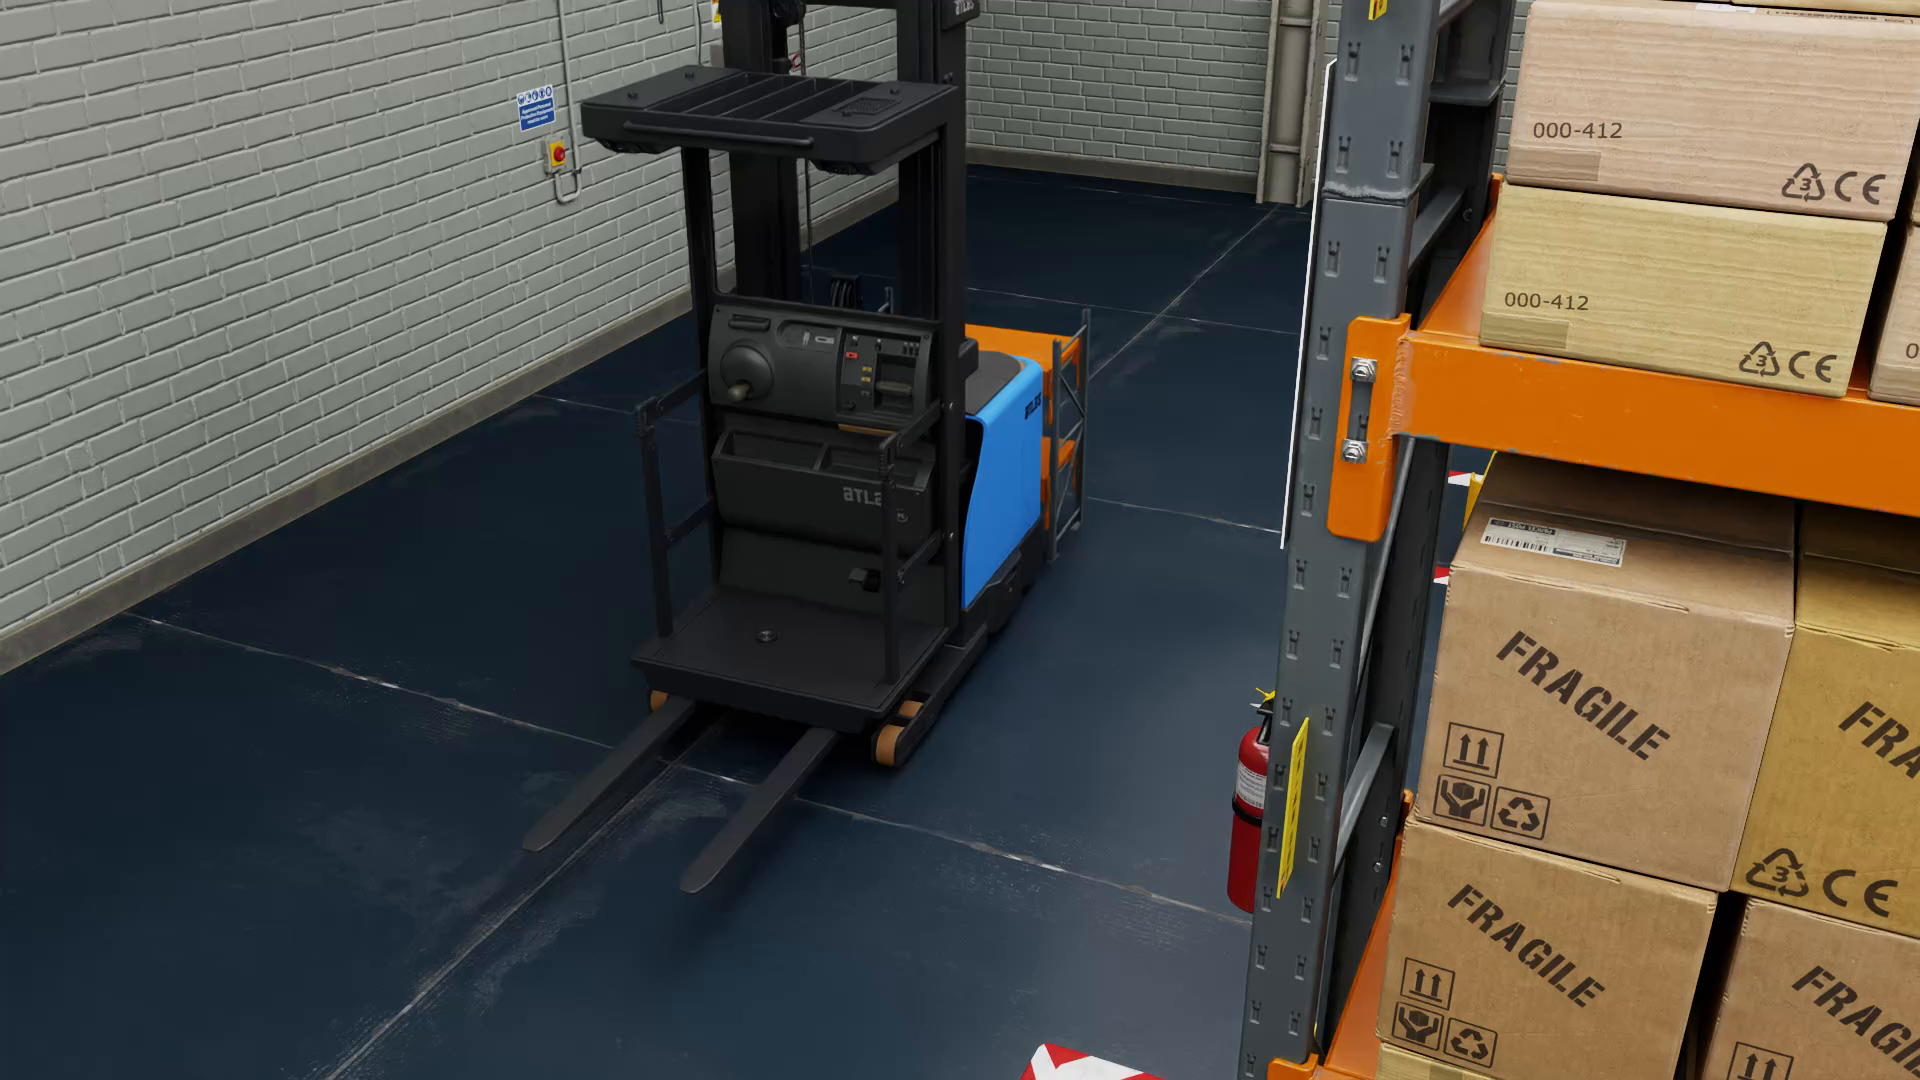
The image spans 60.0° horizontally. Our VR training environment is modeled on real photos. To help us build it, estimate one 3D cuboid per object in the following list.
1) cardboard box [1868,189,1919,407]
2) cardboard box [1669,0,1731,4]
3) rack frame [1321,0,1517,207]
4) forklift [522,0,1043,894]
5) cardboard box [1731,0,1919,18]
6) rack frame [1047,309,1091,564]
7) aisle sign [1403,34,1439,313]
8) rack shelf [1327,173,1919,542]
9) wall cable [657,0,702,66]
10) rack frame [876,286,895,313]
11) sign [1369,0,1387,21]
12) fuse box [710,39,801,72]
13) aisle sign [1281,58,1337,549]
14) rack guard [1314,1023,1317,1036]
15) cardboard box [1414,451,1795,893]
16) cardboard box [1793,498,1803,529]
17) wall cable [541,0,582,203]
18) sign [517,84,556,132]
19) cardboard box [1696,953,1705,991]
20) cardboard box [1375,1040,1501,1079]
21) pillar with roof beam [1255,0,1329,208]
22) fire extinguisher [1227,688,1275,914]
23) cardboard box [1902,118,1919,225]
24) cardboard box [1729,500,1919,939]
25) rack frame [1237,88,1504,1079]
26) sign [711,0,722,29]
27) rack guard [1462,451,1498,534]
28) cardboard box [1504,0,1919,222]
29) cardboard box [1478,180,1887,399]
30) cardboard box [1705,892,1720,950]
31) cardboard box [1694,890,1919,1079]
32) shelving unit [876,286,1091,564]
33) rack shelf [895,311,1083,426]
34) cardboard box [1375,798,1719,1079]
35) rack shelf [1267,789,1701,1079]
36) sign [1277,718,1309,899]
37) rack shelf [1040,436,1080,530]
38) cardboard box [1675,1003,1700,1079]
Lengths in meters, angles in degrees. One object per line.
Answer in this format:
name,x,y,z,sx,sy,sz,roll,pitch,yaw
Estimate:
cardboard box,1.589,-0.354,2.348,0.500,0.250,0.500,12,29,23
cardboard box,1.009,-0.890,2.417,0.250,0.149,0.380,11,28,21
rack frame,0.809,-2.050,2.227,0.127,3.000,1.000,11,28,22
forklift,-0.621,-0.641,6.234,1.130,2.935,3.031,10,28,19
cardboard box,1.234,-0.836,2.308,0.250,0.149,0.380,13,29,24
rack frame,0.522,-0.496,7.984,0.032,1.125,0.500,9,28,19
aisle sign,0.866,-0.659,3.250,0.004,0.787,0.394,11,28,22
rack shelf,2.629,-0.016,2.305,4.000,0.370,1.077,11,28,22
wall cable,-1.800,-3.417,10.645,0.122,1.984,0.588,11,28,22
rack frame,-0.429,-0.655,8.307,0.032,1.125,0.500,9,28,19
sign,0.584,-0.878,2.253,0.005,0.325,0.100,11,28,22
fuse box,-1.375,-2.629,11.653,0.414,1.711,0.539,11,28,22
aisle sign,0.618,-0.418,2.760,0.004,0.787,0.394,11,28,22
rack guard,0.878,1.777,4.076,0.348,0.500,1.175,11,28,22
cardboard box,1.108,0.203,2.860,0.500,0.500,0.500,11,28,21
cardboard box,1.328,-0.002,3.276,0.500,0.500,0.500,11,28,21
wall cable,-2.377,-2.859,9.475,0.123,1.953,0.585,11,28,22
sign,-2.453,-2.502,9.630,0.001,0.218,0.327,11,28,22
cardboard box,1.668,0.800,3.513,0.250,0.149,0.380,11,28,21
cardboard box,0.968,0.945,3.219,0.250,0.149,0.380,11,28,21
pillar with roof beam,0.954,-5.180,8.583,0.400,9.000,9.100,11,28,22
fire extinguisher,0.770,0.612,4.122,0.183,0.674,0.296,11,28,22
cardboard box,1.576,-0.582,2.244,0.500,0.250,0.500,11,28,21
cardboard box,1.569,0.293,2.677,0.500,0.500,0.500,12,29,23
rack frame,0.809,0.641,3.552,0.127,3.000,1.000,11,28,22
sign,-1.586,-3.593,11.218,0.001,0.242,0.339,11,28,22
rack guard,2.744,-0.251,8.193,0.348,0.500,1.175,11,28,22
cardboard box,1.110,-0.675,2.433,0.500,0.250,0.500,12,29,23
cardboard box,1.112,-0.452,2.547,0.500,0.250,0.500,12,29,24
cardboard box,1.791,0.538,3.312,0.500,0.500,0.500,11,28,21
cardboard box,1.601,0.744,2.894,0.500,0.500,0.500,11,28,22
shelving unit,0.046,-0.575,8.145,1.048,1.125,0.538,9,28,19
rack shelf,0.046,-0.838,8.016,1.000,0.278,0.538,9,28,19
cardboard box,1.103,0.656,3.072,0.500,0.500,0.500,13,29,24
rack shelf,2.629,1.330,2.968,4.000,0.370,1.077,11,28,22
sign,0.584,0.471,2.917,0.005,0.325,0.100,11,28,22
rack shelf,0.046,-0.356,8.253,1.000,0.278,0.538,9,28,19
cardboard box,1.439,1.046,3.015,0.250,0.149,0.380,11,28,20
